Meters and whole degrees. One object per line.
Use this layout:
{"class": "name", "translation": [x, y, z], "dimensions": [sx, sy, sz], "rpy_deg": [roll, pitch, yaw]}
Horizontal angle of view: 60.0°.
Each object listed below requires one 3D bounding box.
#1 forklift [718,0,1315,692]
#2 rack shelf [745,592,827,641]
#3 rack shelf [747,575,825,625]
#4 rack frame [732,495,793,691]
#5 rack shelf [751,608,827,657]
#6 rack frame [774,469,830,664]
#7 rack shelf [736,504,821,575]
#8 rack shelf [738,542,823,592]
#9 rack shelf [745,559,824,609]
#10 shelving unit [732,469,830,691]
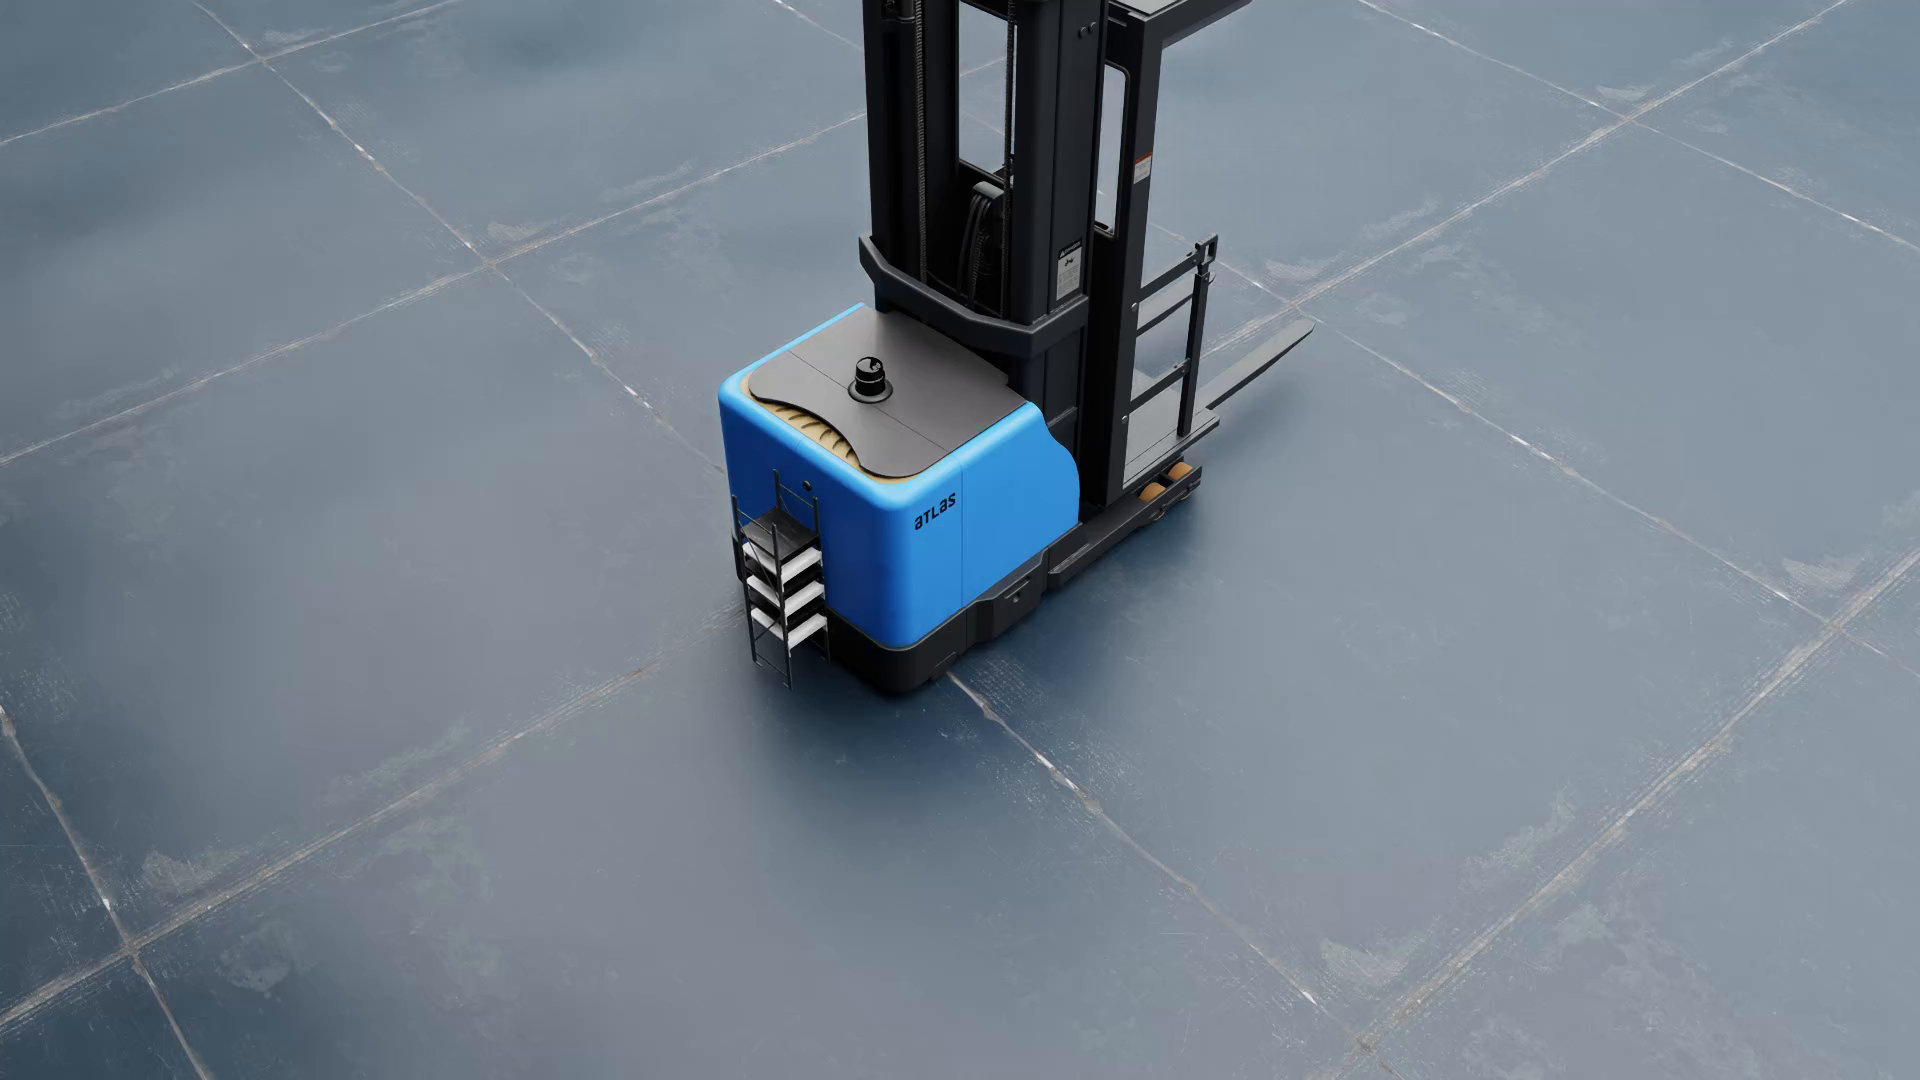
{"class": "forklift", "translation": [0.440, -1.378, 6.630], "dimensions": [1.130, 2.935, 3.031], "rpy_deg": [34, 53, 31]}
{"class": "rack shelf", "translation": [-0.686, 0.258, 6.551], "dimensions": [0.258, 0.077, 0.200], "rpy_deg": [34, 53, 31]}
{"class": "rack shelf", "translation": [-0.686, 0.193, 6.490], "dimensions": [0.258, 0.077, 0.200], "rpy_deg": [34, 53, 31]}
{"class": "rack frame", "translation": [-0.757, 0.218, 6.414], "dimensions": [0.240, 0.900, 0.006], "rpy_deg": [34, 53, 31]}
{"class": "rack shelf", "translation": [-0.686, 0.324, 6.613], "dimensions": [0.258, 0.077, 0.200], "rpy_deg": [34, 53, 31]}
{"class": "rack frame", "translation": [-0.616, 0.119, 6.520], "dimensions": [0.240, 0.900, 0.006], "rpy_deg": [34, 53, 31]}
{"class": "rack shelf", "translation": [-0.686, -0.004, 6.305], "dimensions": [0.258, 0.077, 0.200], "rpy_deg": [34, 53, 31]}
{"class": "rack shelf", "translation": [-0.686, 0.062, 6.366], "dimensions": [0.258, 0.077, 0.200], "rpy_deg": [34, 53, 31]}
{"class": "rack shelf", "translation": [-0.686, 0.127, 6.428], "dimensions": [0.258, 0.077, 0.200], "rpy_deg": [34, 53, 31]}
{"class": "shelving unit", "translation": [-0.686, 0.169, 6.467], "dimensions": [0.258, 0.900, 0.210], "rpy_deg": [34, 53, 31]}
